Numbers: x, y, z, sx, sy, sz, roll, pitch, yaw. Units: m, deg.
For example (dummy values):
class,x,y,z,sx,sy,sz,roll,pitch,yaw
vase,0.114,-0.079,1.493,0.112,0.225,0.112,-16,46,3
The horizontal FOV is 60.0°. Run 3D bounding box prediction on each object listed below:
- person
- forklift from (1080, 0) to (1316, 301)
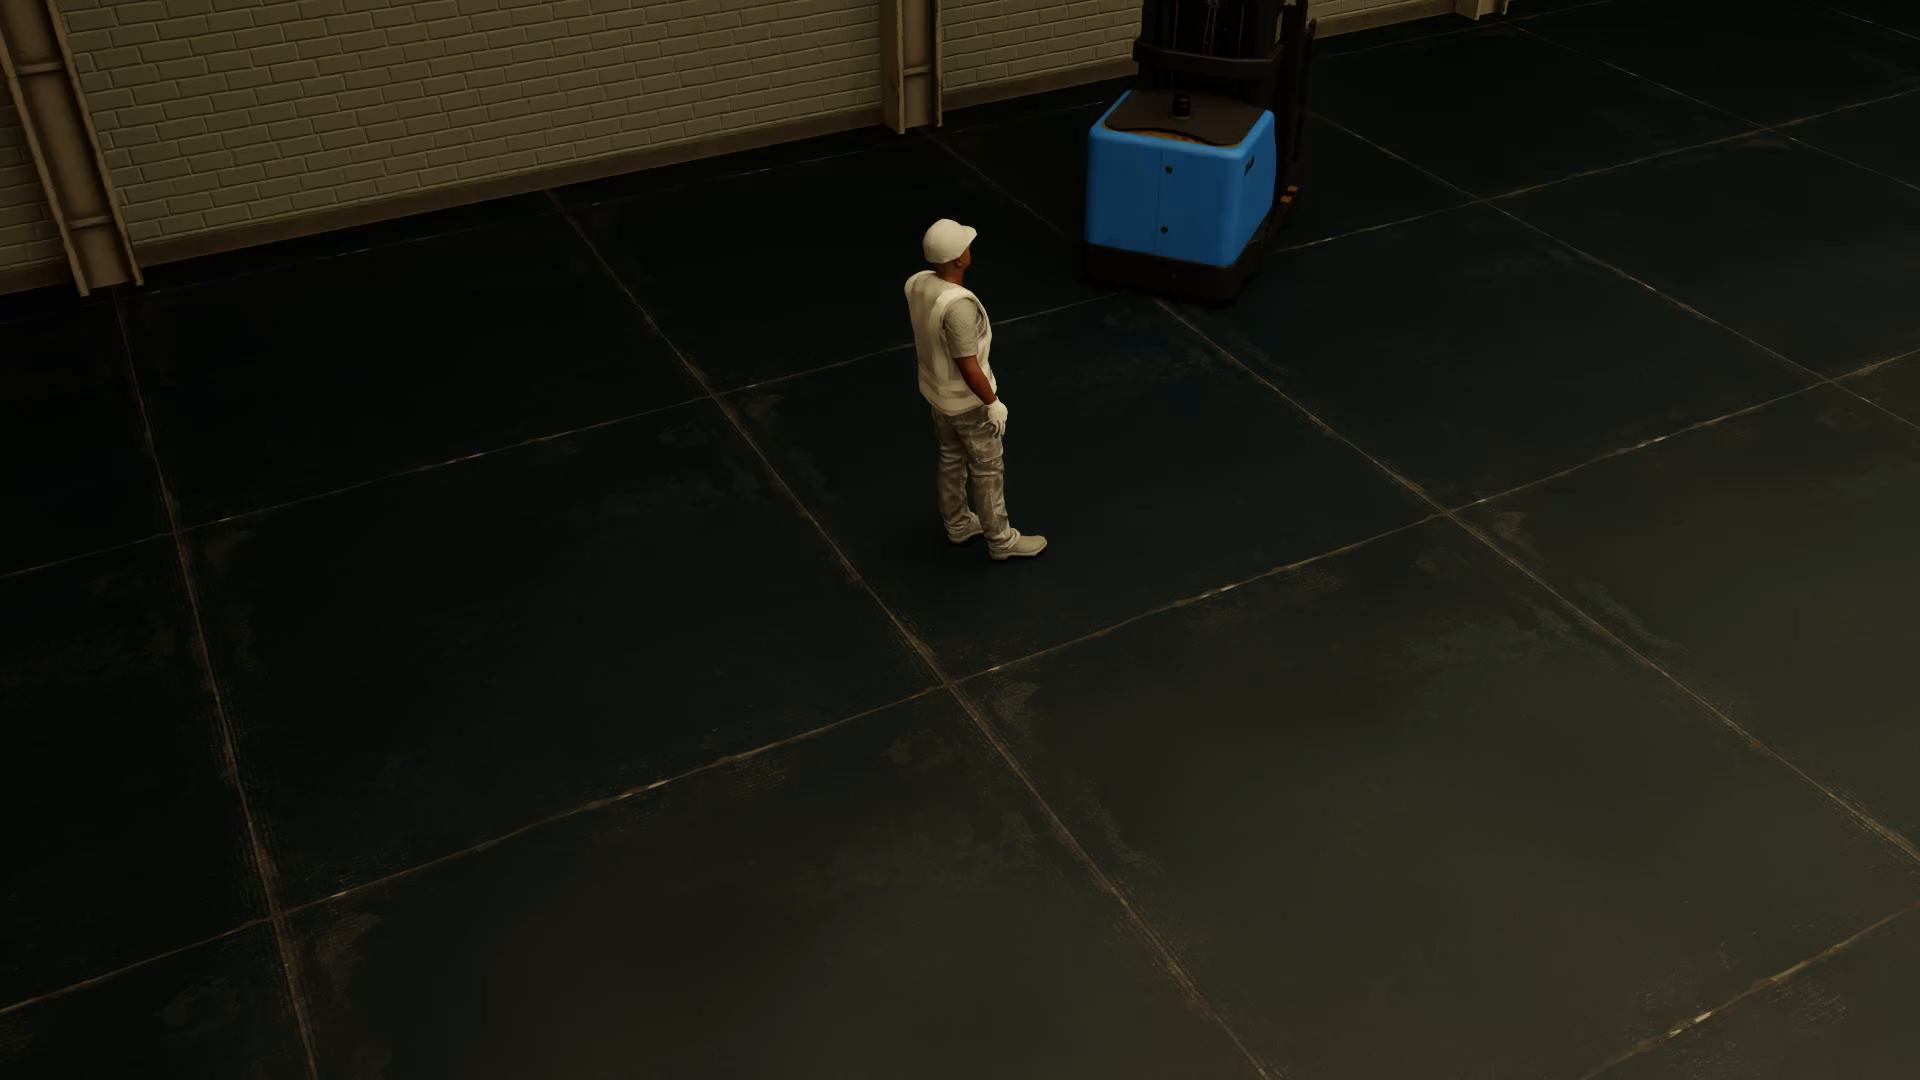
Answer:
class,x,y,z,sx,sy,sz,roll,pitch,yaw
person,0.067,-0.749,8.164,0.577,1.782,0.656,-17,39,-23
forklift,1.838,-3.581,11.189,1.130,2.935,3.031,14,38,19
